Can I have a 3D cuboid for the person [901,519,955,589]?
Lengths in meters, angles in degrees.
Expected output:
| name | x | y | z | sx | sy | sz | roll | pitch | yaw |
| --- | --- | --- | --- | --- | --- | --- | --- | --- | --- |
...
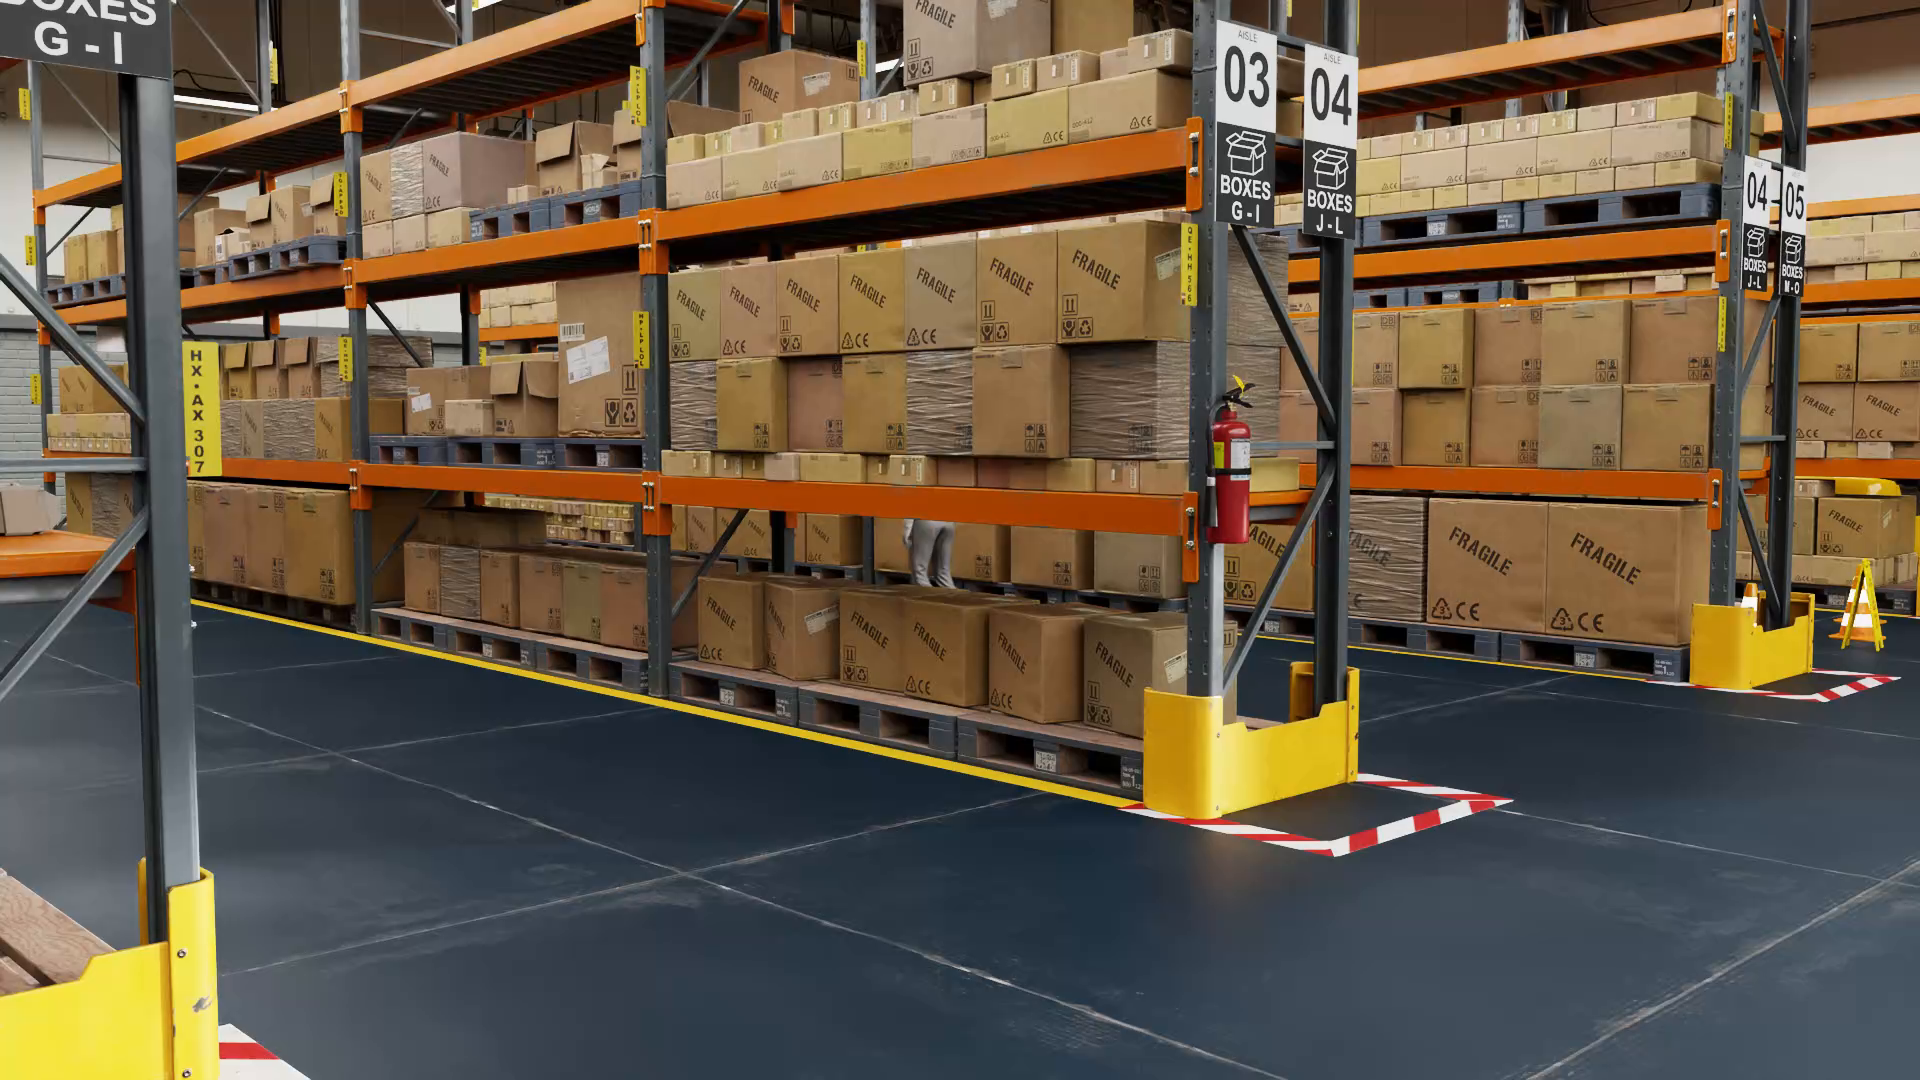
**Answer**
| name | x | y | z | sx | sy | sz | roll | pitch | yaw |
| --- | --- | --- | --- | --- | --- | --- | --- | --- | --- |
| person | -0.231 | -0.096 | 12.463 | 0.471 | 1.662 | 0.327 | -4 | 5 | -43 |
